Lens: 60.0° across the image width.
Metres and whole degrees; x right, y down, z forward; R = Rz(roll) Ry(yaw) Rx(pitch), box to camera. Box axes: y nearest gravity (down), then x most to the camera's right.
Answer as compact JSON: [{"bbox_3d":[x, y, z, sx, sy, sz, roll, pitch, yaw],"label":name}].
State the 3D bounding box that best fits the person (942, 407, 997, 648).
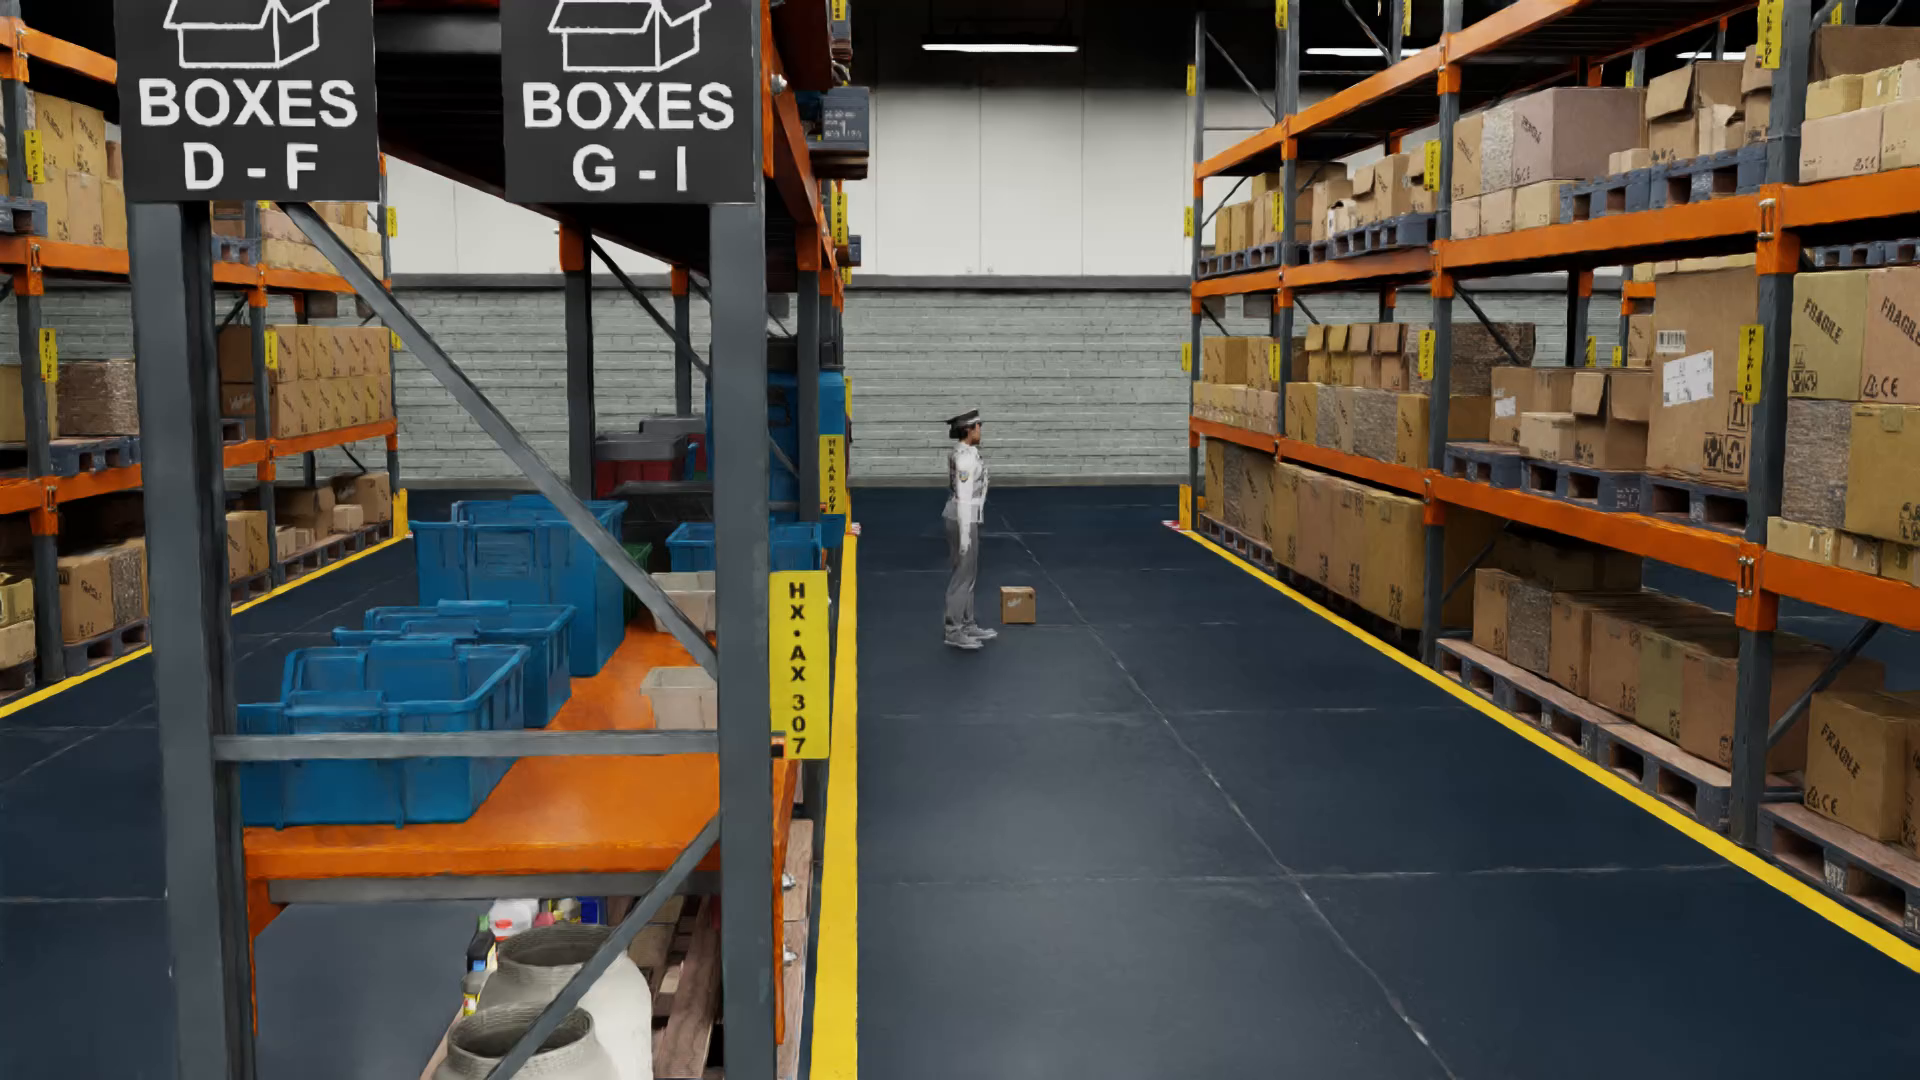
[{"bbox_3d":[0.078,-0.093,11.770,0.405,1.685,0.569,-1,7,-5],"label":"person"}]
